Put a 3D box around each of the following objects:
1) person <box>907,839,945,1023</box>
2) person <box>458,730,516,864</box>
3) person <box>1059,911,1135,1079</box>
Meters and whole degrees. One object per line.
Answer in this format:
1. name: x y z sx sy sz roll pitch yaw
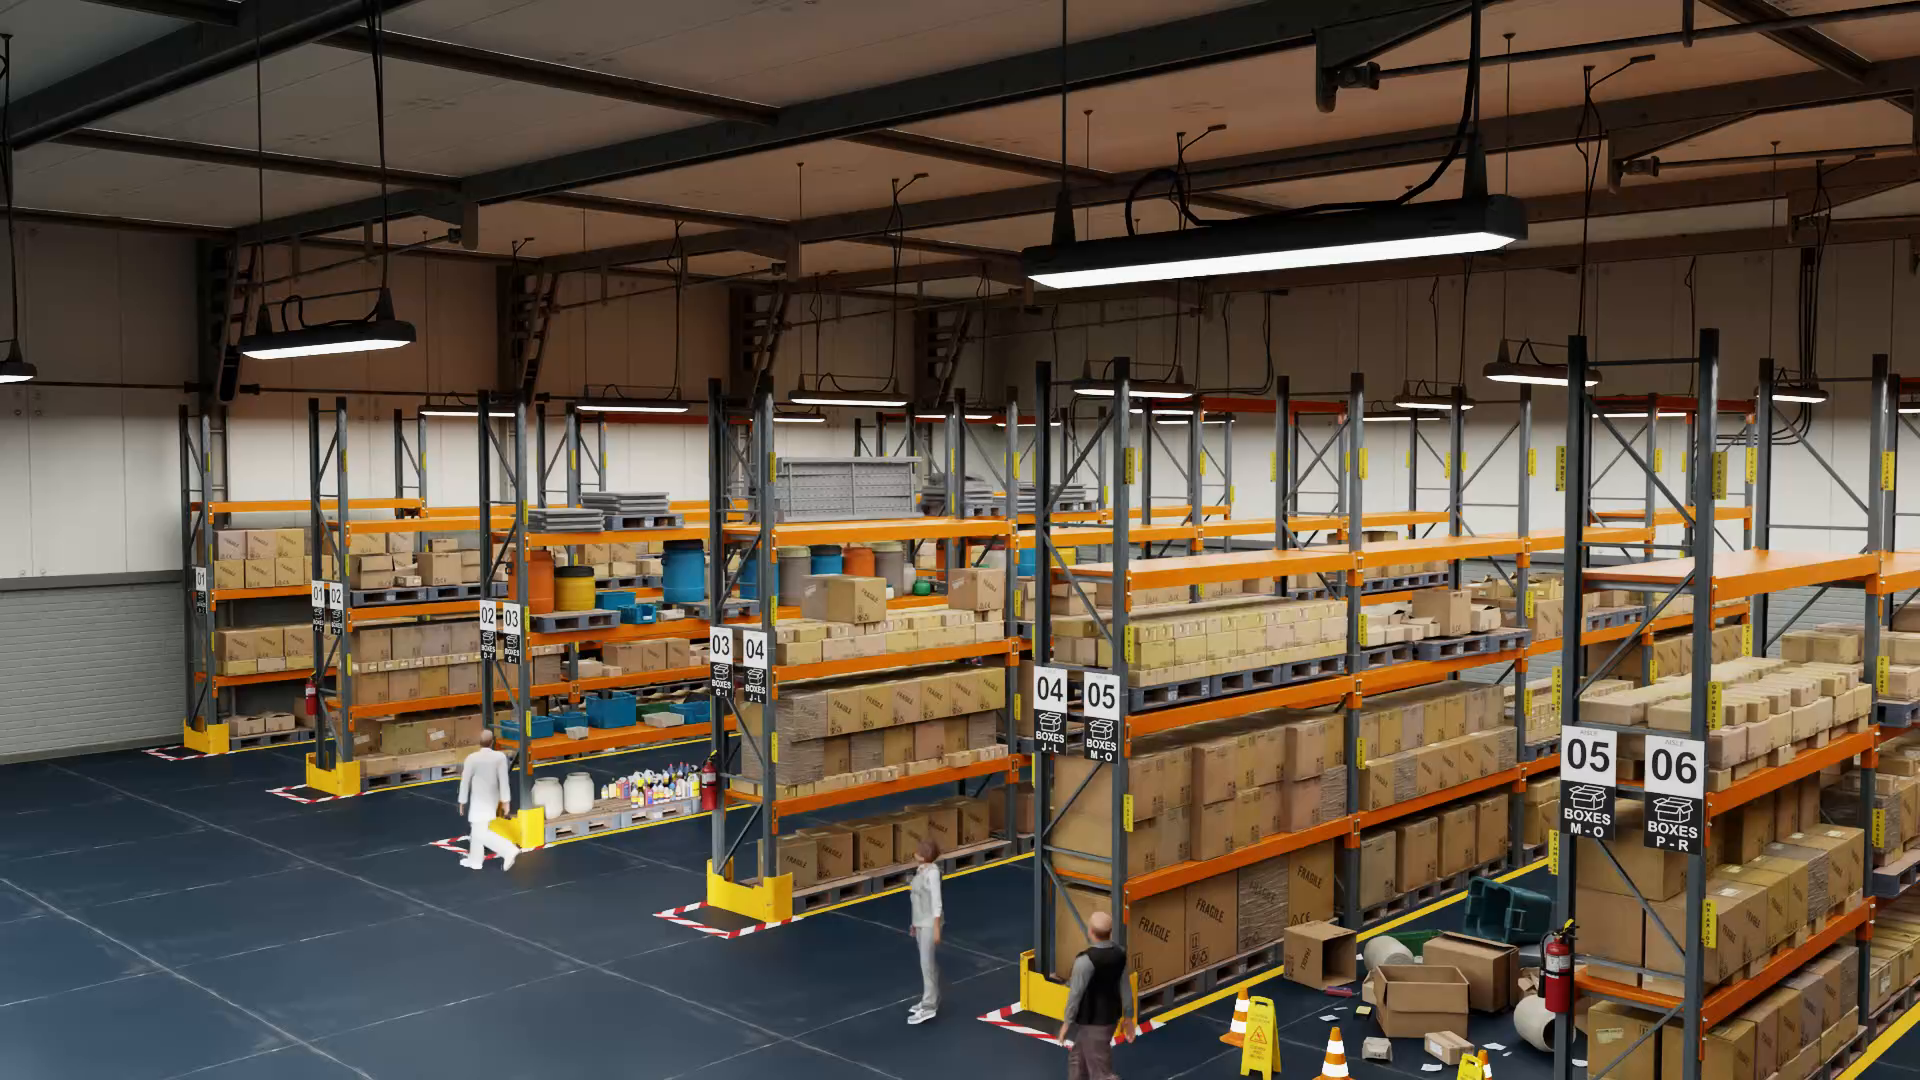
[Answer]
1. person: -0.334 3.558 15.264 0.392 1.612 0.506 -1 3 -15
2. person: -5.785 3.175 20.455 0.708 1.691 0.531 1 3 12
3. person: 1.043 3.658 12.589 0.981 1.696 0.503 1 3 22
